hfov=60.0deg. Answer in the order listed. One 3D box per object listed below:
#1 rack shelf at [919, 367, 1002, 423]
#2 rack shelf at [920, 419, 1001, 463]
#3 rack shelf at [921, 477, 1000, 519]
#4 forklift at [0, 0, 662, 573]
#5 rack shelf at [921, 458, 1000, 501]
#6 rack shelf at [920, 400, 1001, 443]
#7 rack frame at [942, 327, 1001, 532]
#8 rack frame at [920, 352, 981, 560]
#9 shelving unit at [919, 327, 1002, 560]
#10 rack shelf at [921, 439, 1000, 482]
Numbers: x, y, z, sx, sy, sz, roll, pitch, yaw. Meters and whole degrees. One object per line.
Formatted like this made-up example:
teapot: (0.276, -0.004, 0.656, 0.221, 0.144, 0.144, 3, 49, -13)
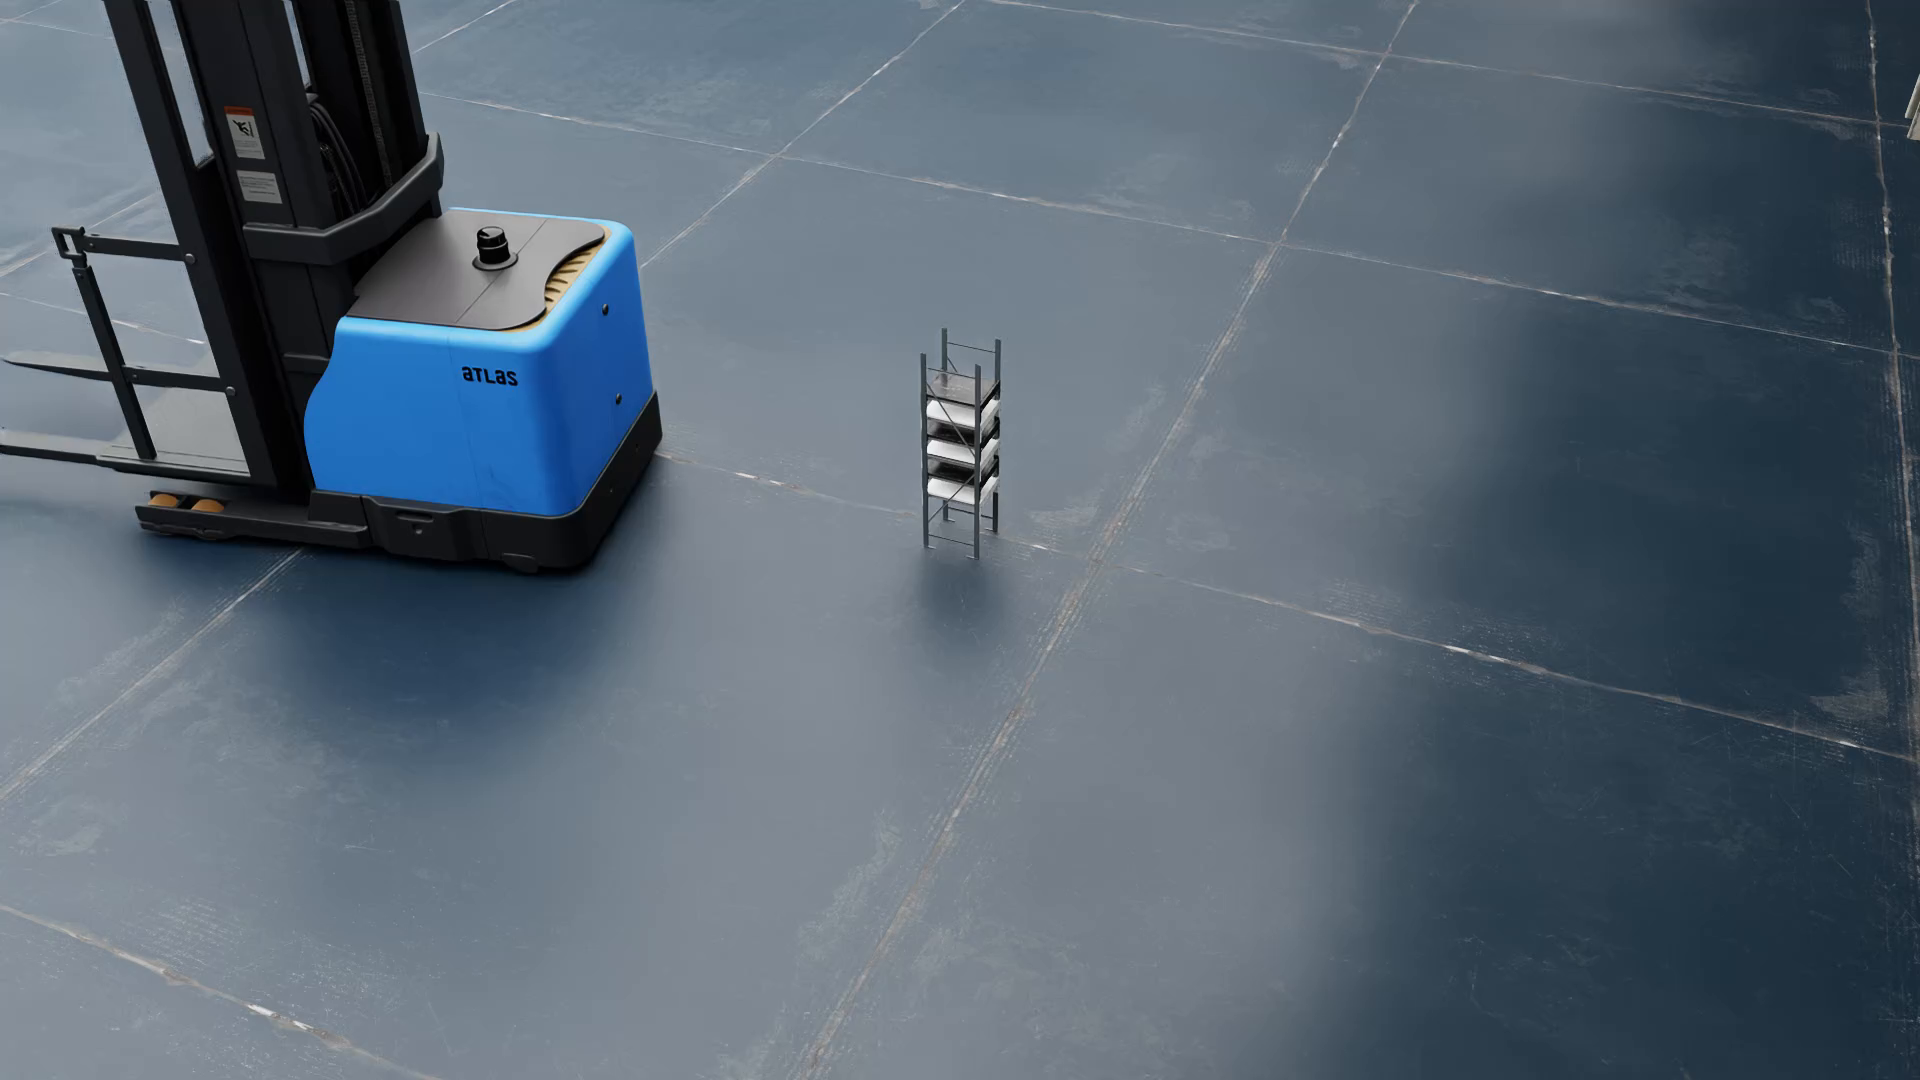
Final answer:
rack shelf: (0.003, -0.554, 6.345, 0.258, 0.077, 0.200, 14, 39, 18)
rack shelf: (0.003, -0.410, 6.453, 0.258, 0.077, 0.200, 14, 39, 18)
rack shelf: (0.003, -0.194, 6.614, 0.258, 0.077, 0.200, 14, 39, 18)
forklift: (-2.862, -1.474, 6.274, 3.031, 2.935, 1.130, 7, 37, 9)
rack shelf: (0.003, -0.266, 6.560, 0.258, 0.077, 0.200, 14, 39, 18)
rack shelf: (0.003, -0.482, 6.399, 0.258, 0.077, 0.200, 14, 39, 18)
rack frame: (0.042, -0.421, 6.562, 0.240, 0.900, 0.006, 14, 39, 18)
rack frame: (-0.036, -0.309, 6.411, 0.240, 0.900, 0.006, 14, 39, 18)
shelving unit: (0.003, -0.365, 6.487, 0.258, 0.900, 0.210, 14, 39, 18)
rack shelf: (0.003, -0.338, 6.507, 0.258, 0.077, 0.200, 14, 39, 18)
